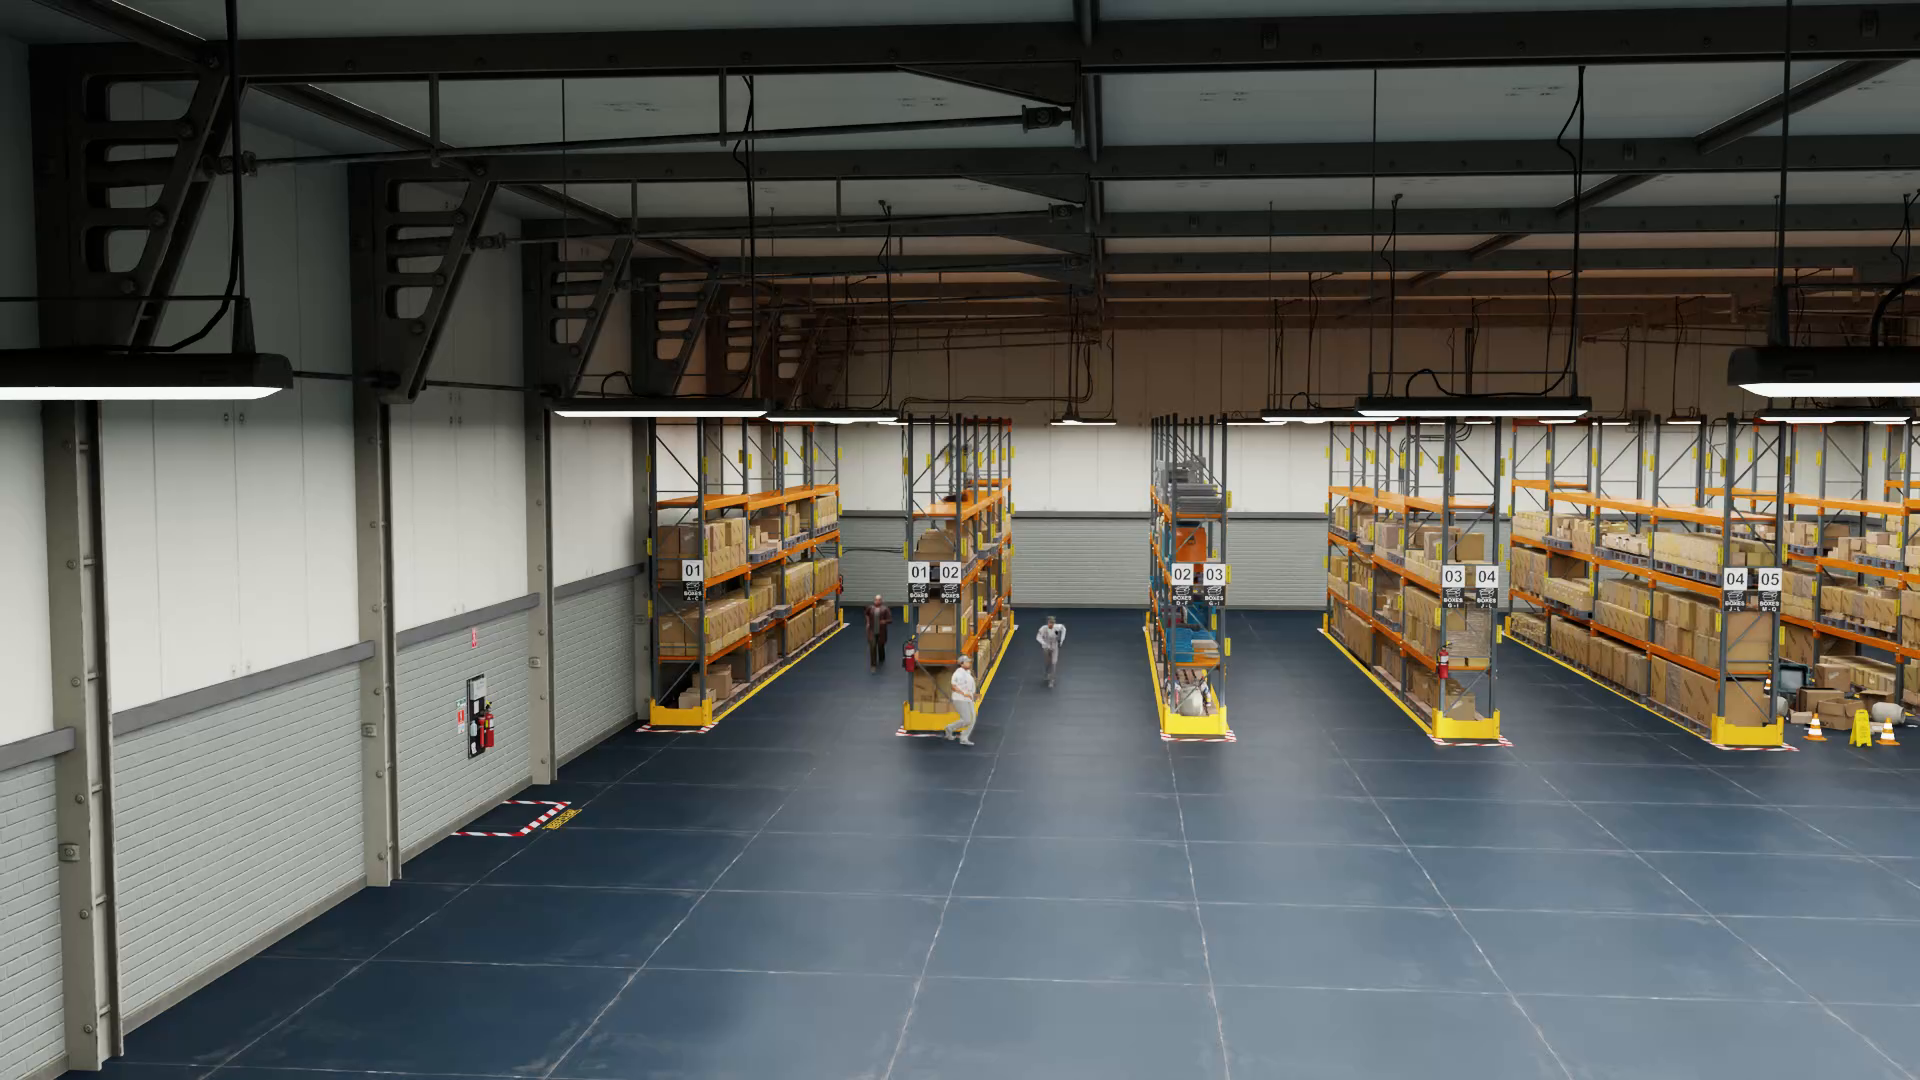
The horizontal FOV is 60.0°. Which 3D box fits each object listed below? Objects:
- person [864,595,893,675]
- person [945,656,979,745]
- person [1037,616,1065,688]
[{"bbox_3d":[-1.926,2.195,39.019,0.704,1.802,1.035,0,4,4],"label":"person"},{"bbox_3d":[0.032,2.897,30.049,0.561,1.609,0.595,2,4,26],"label":"person"},{"bbox_3d":[2.014,2.464,37.045,0.658,1.626,0.969,0,4,-4],"label":"person"}]
